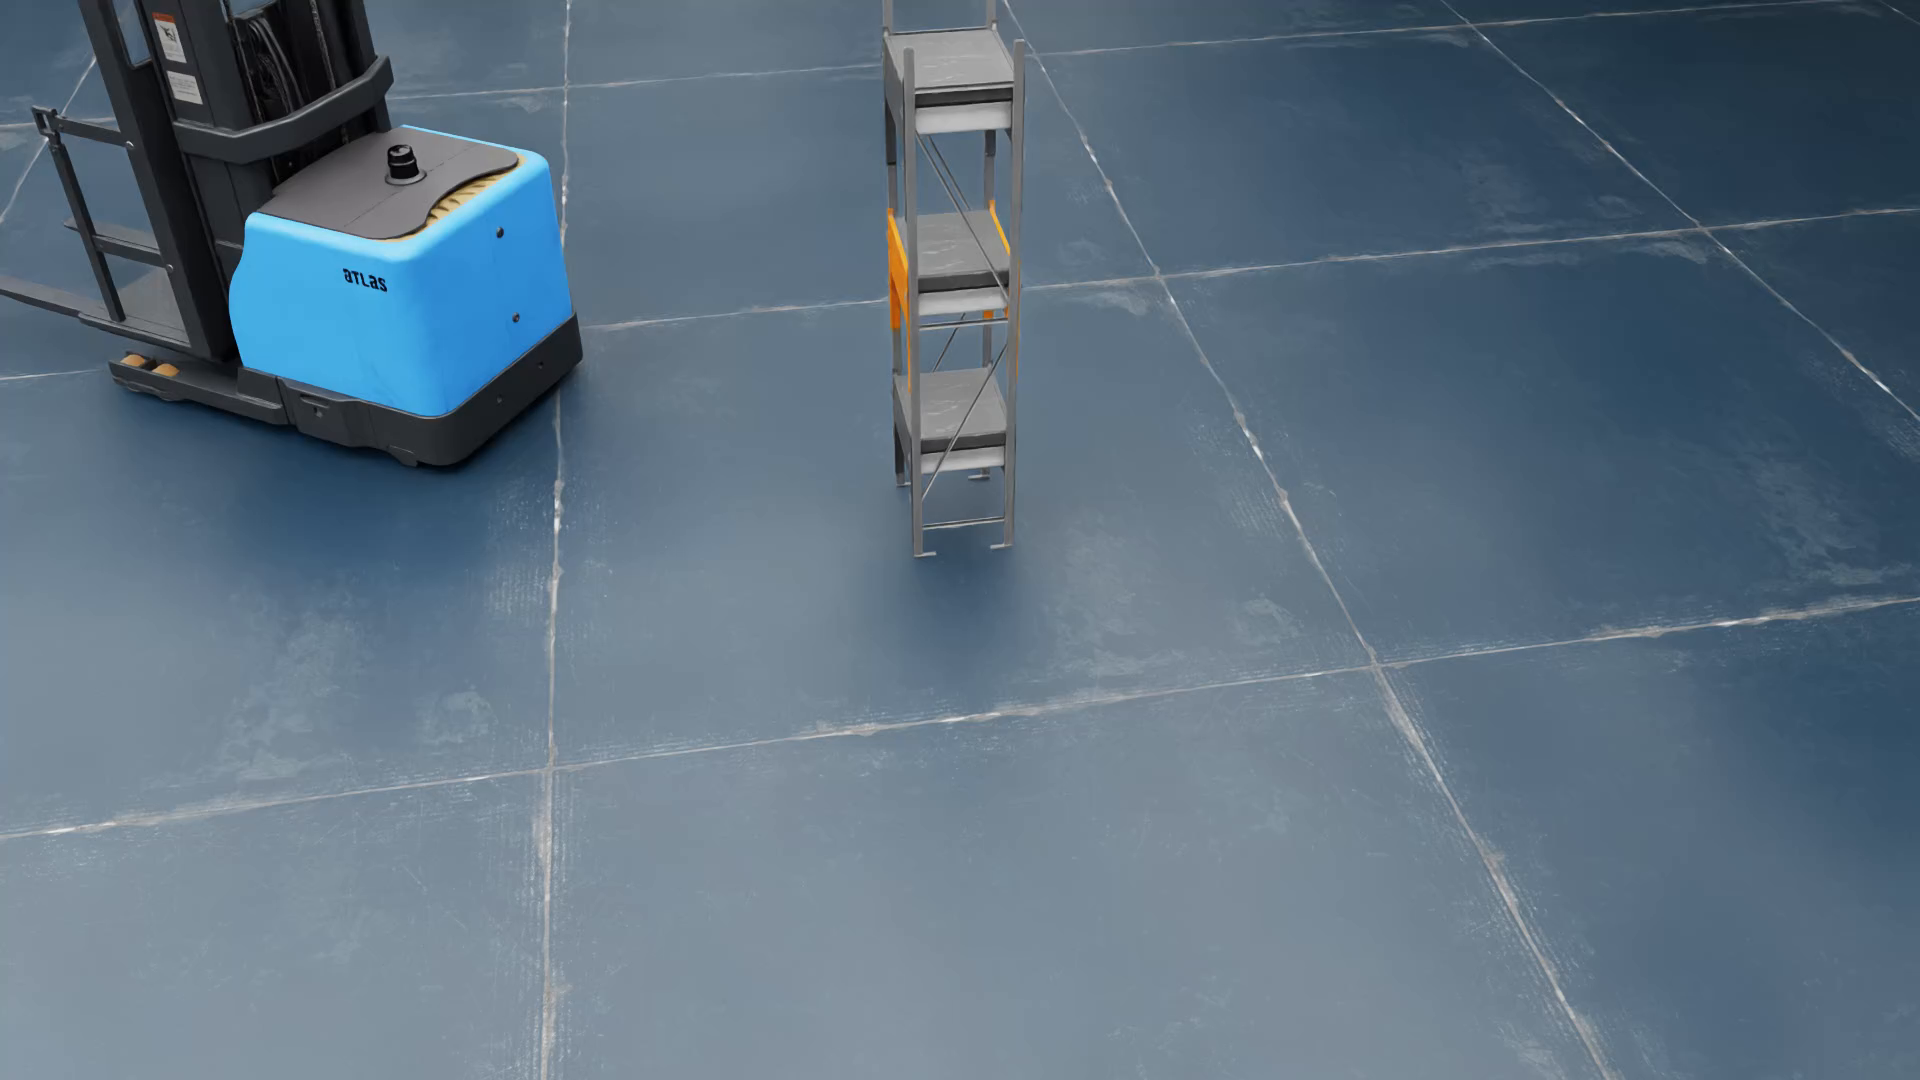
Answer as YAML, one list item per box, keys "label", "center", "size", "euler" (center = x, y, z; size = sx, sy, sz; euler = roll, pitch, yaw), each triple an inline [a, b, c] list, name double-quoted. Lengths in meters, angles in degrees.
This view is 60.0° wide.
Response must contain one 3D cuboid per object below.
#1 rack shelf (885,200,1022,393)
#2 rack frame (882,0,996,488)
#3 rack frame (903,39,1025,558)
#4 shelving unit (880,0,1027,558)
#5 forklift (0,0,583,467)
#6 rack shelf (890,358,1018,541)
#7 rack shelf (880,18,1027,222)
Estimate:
- label: "rack shelf"
  center: [-0.029, -0.918, 6.243]
  size: [0.431, 0.518, 0.480]
  euler: [-6, 38, -8]
- label: "rack frame"
  center: [-0.072, -1.077, 6.424]
  size: [0.400, 2.100, 0.015]
  euler: [-6, 38, -8]
- label: "rack frame"
  center: [0.014, -0.782, 6.045]
  size: [0.400, 2.100, 0.015]
  euler: [-6, 38, -8]
- label: "shelving unit"
  center: [-0.029, -0.929, 6.235]
  size: [0.431, 2.100, 0.503]
  euler: [-6, 38, -8]
- label: "forklift"
  center: [-3.314, -2.067, 7.022]
  size: [3.031, 2.935, 1.130]
  euler: [15, 40, 19]
- label: "rack shelf"
  center: [-0.029, -0.366, 6.672]
  size: [0.431, 0.518, 0.480]
  euler: [-6, 38, -8]
- label: "rack shelf"
  center: [-0.029, -1.471, 5.813]
  size: [0.431, 0.518, 0.480]
  euler: [-6, 38, -8]
